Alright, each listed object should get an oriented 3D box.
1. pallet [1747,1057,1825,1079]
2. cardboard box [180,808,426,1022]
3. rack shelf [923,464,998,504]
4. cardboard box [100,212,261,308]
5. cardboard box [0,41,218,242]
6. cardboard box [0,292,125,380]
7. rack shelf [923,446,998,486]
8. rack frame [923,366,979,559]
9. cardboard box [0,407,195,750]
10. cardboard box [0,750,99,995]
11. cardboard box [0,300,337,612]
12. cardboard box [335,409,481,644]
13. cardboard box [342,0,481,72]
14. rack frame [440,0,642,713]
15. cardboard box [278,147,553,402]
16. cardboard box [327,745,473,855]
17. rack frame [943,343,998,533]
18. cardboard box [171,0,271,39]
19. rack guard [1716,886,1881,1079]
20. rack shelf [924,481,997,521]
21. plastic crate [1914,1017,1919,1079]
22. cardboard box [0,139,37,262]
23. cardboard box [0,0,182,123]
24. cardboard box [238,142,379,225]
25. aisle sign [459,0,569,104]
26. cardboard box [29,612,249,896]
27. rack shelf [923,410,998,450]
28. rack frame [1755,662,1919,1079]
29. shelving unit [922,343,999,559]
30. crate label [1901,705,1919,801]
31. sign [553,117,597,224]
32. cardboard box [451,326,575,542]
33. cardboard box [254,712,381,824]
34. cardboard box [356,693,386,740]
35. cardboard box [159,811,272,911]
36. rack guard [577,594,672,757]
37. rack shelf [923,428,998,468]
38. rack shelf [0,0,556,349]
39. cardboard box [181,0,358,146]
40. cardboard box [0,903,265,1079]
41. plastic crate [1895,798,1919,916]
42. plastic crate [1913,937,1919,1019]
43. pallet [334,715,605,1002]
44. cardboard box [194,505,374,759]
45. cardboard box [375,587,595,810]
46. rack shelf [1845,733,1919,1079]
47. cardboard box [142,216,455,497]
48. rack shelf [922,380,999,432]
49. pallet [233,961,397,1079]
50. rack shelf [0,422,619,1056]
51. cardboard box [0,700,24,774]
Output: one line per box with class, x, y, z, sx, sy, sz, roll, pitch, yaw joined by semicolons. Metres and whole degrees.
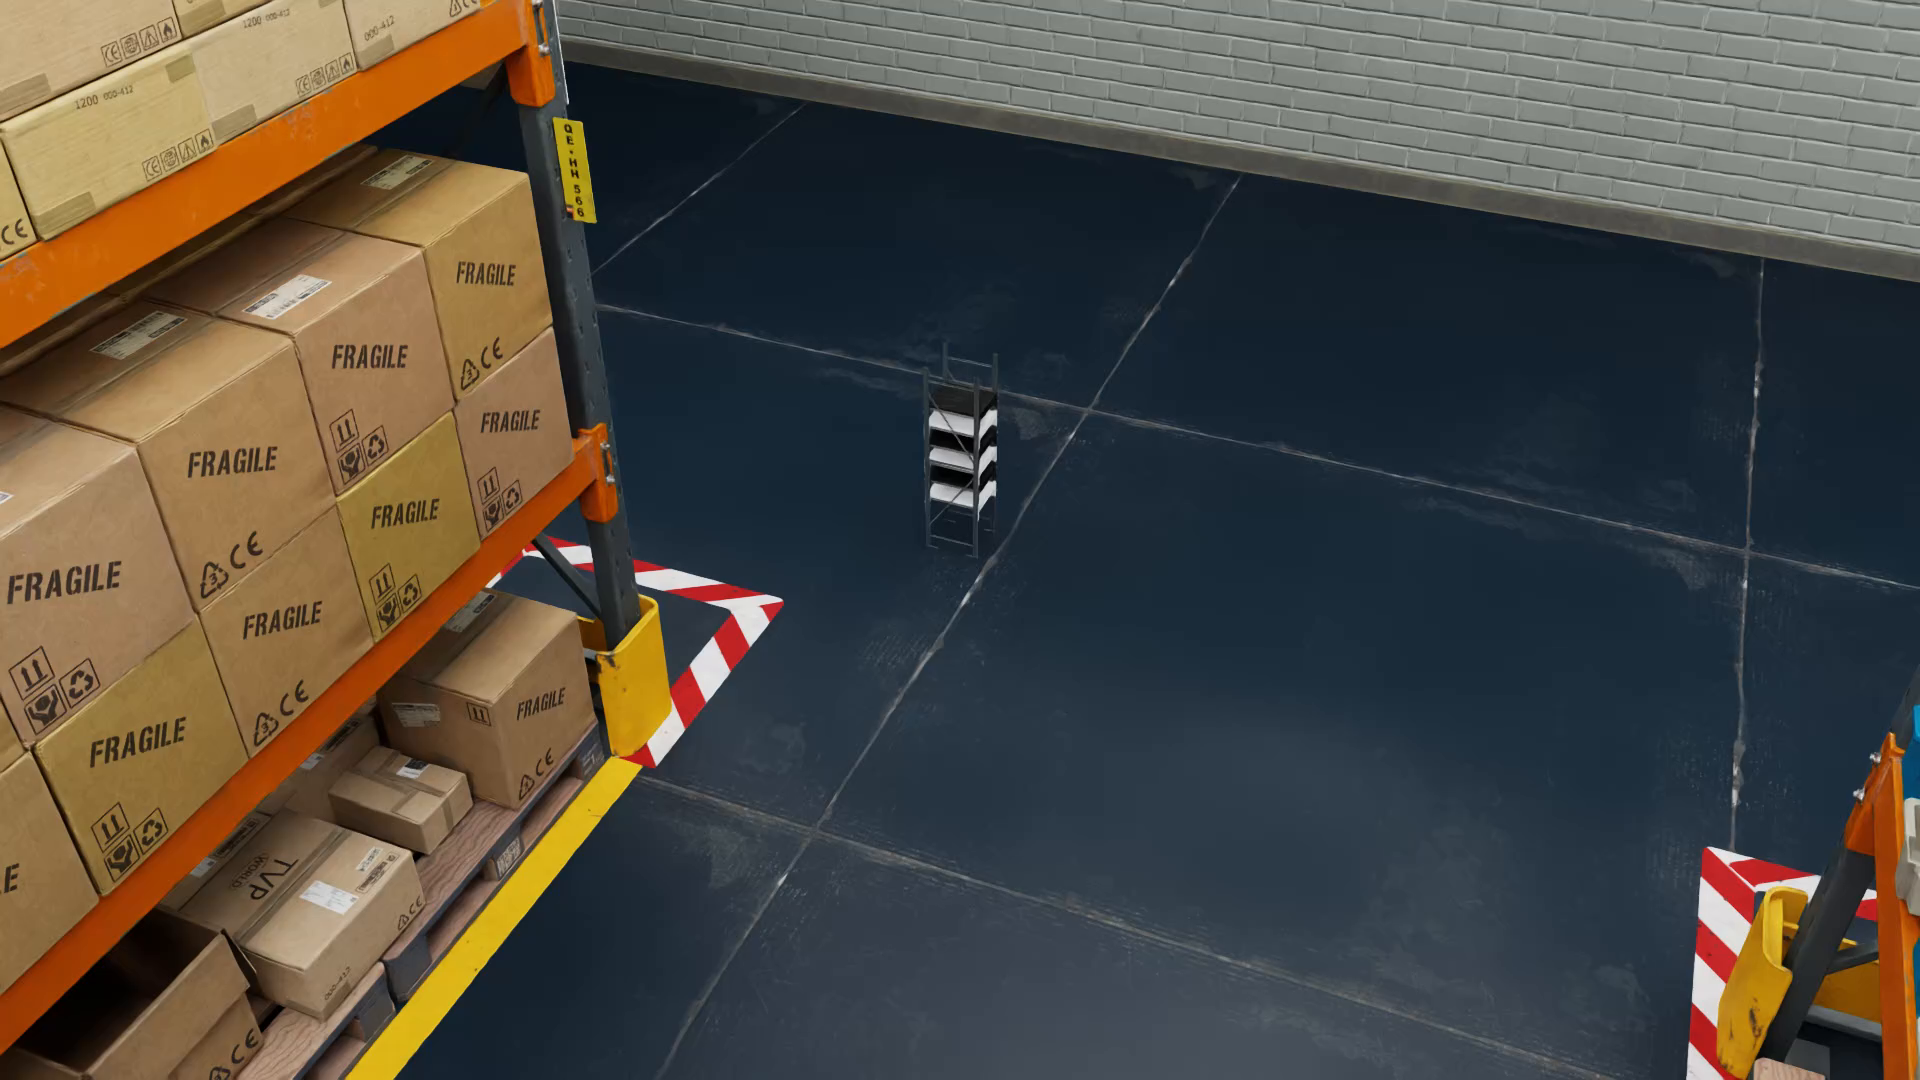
pallet;2.568;2.040;4.344;1.003;0.211;1.213;14;39;18
cardboard box;-2.030;1.146;5.140;0.500;0.250;0.500;14;39;18
rack shelf;0.003;-0.266;7.060;0.258;0.077;0.200;14;39;18
cardboard box;-2.267;-0.619;4.654;0.500;0.500;0.500;14;39;18
cardboard box;-1.992;-0.898;3.566;0.500;0.250;0.500;14;39;18
cardboard box;-2.462;-0.343;4.285;0.500;0.500;0.500;14;39;18
rack shelf;0.003;-0.338;7.007;0.258;0.077;0.200;14;39;18
rack frame;-0.036;-0.309;6.911;0.240;0.900;0.006;14;39;18
cardboard box;-2.157;0.066;3.738;0.500;0.500;0.500;15;39;19
cardboard box;-2.354;0.739;3.673;0.500;0.500;0.500;14;39;18
cardboard box;-1.962;-0.219;4.118;0.500;0.500;0.500;15;39;19
cardboard box;-1.775;-0.097;4.791;0.500;0.500;0.500;14;39;18
cardboard box;-1.614;-1.452;4.307;0.500;0.250;0.500;14;39;18
rack frame;-1.662;-0.655;5.621;1.000;3.000;0.127;14;39;18
cardboard box;-1.577;-0.787;4.878;0.500;0.500;0.500;14;39;17
cardboard box;-1.879;0.864;5.587;0.380;0.166;0.250;14;39;18
rack frame;0.042;-0.421;7.062;0.240;0.900;0.006;14;39;18
cardboard box;-1.812;-1.377;3.789;0.500;0.250;0.500;14;39;18
rack guard;2.914;1.460;4.879;1.175;0.500;0.348;14;39;18
rack shelf;0.003;-0.194;7.114;0.258;0.077;0.200;14;39;18
plastic crate;2.062;1.153;3.372;0.250;0.136;0.298;14;39;18
cardboard box;-2.198;-0.625;3.200;0.500;0.250;0.500;14;39;18
cardboard box;-2.006;-1.101;3.420;0.500;0.250;0.500;14;39;18
cardboard box;-2.075;-0.910;5.043;0.500;0.500;0.500;15;39;19
aisle sign;-1.353;-1.664;4.800;0.394;0.787;0.004;14;39;18
cardboard box;-2.162;0.457;4.050;0.500;0.500;0.500;13;39;17
rack shelf;0.003;-0.482;6.899;0.258;0.077;0.200;14;39;18
rack frame;2.917;0.475;4.109;1.000;3.000;0.127;14;39;18
shelving unit;0.003;-0.365;6.987;0.258;0.900;0.210;14;39;18
crate label;2.519;0.580;4.058;0.416;0.233;0.303;14;39;18
sign;-1.156;-1.108;4.996;0.100;0.325;0.005;14;39;18
cardboard box;-1.581;-0.385;5.176;0.500;0.500;0.500;15;39;19
cardboard box;-2.322;0.783;5.626;0.500;0.250;0.500;14;39;18
cardboard box;-2.234;0.596;5.947;0.380;0.166;0.250;14;39;18
cardboard box;-2.512;1.060;5.255;0.500;0.250;0.500;14;39;18
rack guard;-1.691;0.388;6.313;1.175;0.500;0.348;14;39;18
rack shelf;0.003;-0.410;6.953;0.258;0.077;0.200;14;39;18
rack shelf;-2.423;-0.461;3.457;1.077;0.370;4.000;14;39;18
cardboard box;-1.814;-1.178;3.940;0.500;0.250;0.500;14;39;18
cardboard box;-2.474;1.342;4.667;0.797;0.503;0.637;14;39;18
plastic crate;2.320;0.777;3.875;0.250;0.136;0.298;14;39;18
plastic crate;2.268;0.945;3.571;0.416;0.233;0.300;14;39;18
pallet;-1.993;0.946;5.809;1.003;0.211;1.213;14;39;18
cardboard box;-1.970;0.178;4.423;0.500;0.500;0.500;14;39;18
cardboard box;-1.641;0.527;5.760;0.500;0.500;0.500;14;39;18
rack shelf;2.156;1.871;2.842;1.077;0.370;4.000;14;39;18
cardboard box;-1.769;-0.507;4.504;0.500;0.500;0.500;15;39;19
rack shelf;0.003;-0.555;6.845;0.258;0.077;0.200;14;39;18
pallet;-2.459;1.619;4.908;1.003;0.211;1.213;14;39;18
rack shelf;-2.423;0.740;4.355;1.077;0.370;4.000;14;39;18
cardboard box;-2.353;0.352;3.355;0.500;0.500;0.500;13;39;16
